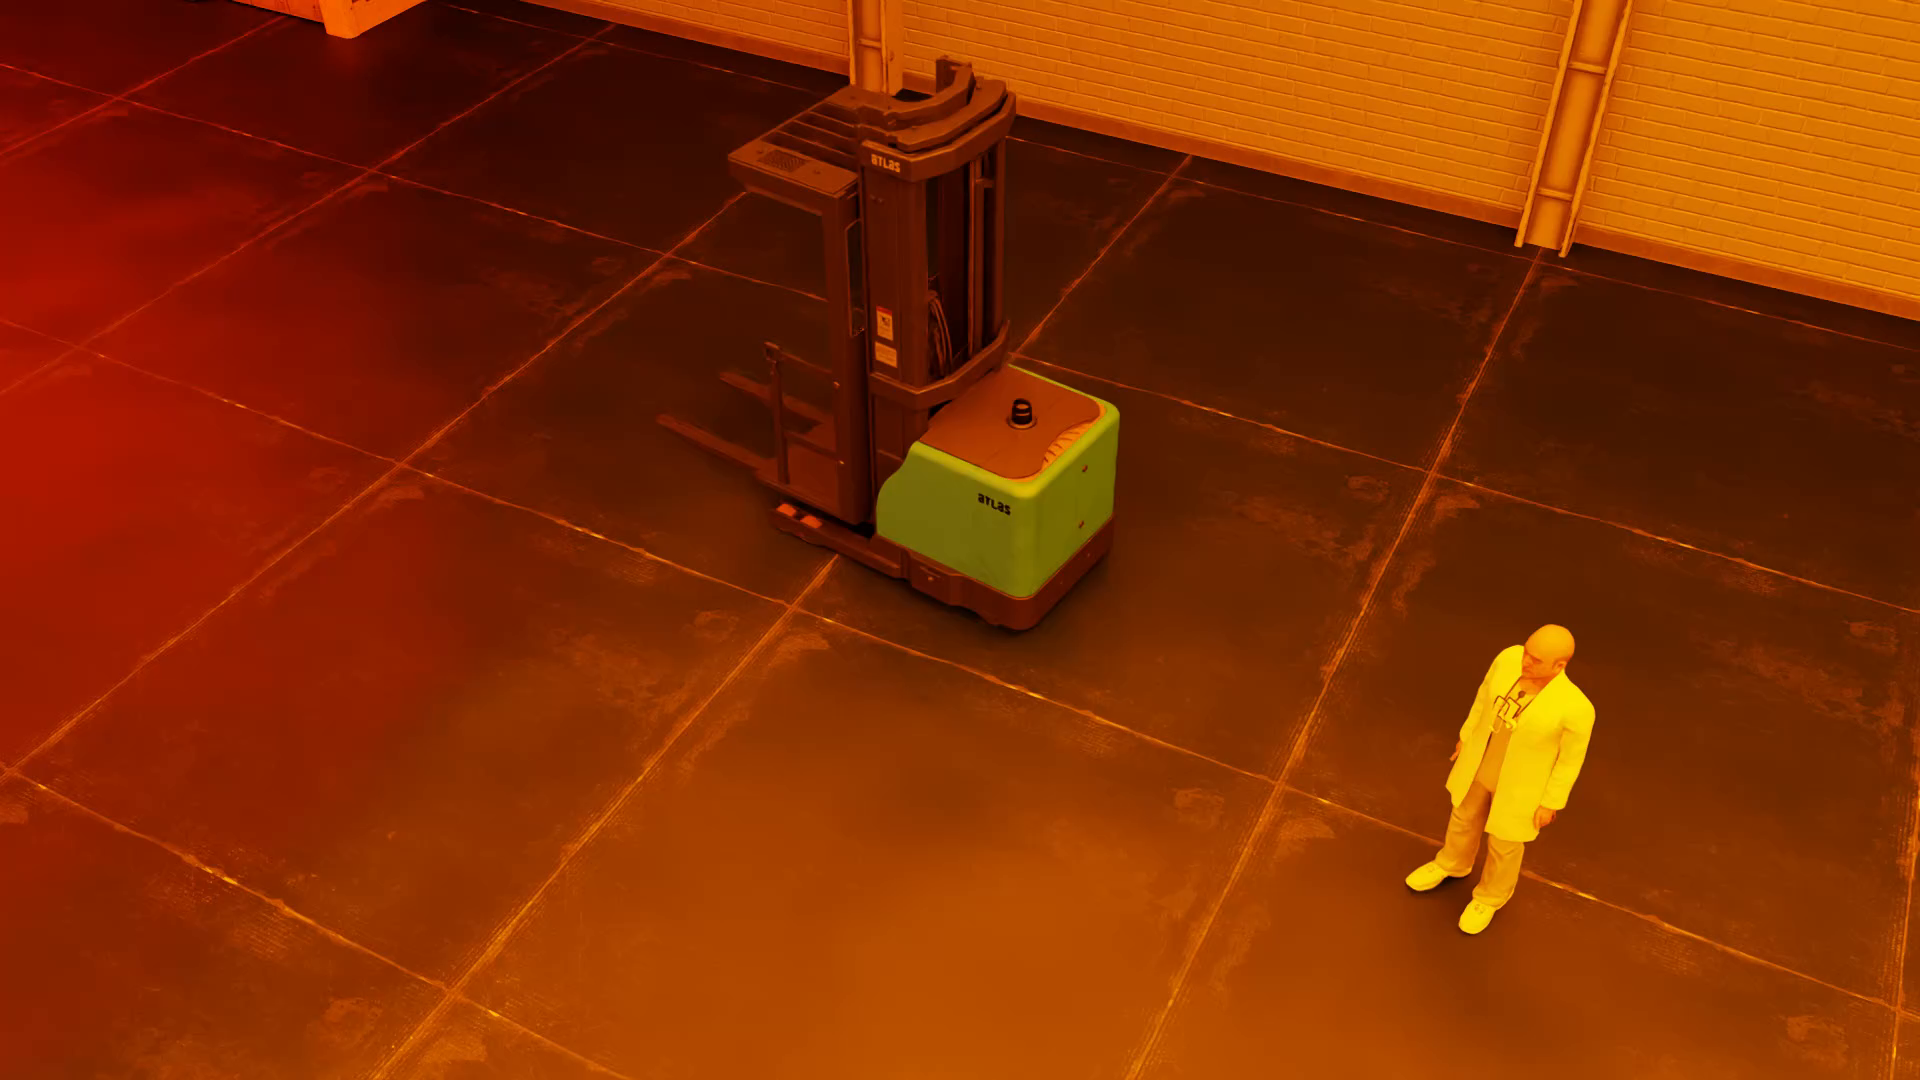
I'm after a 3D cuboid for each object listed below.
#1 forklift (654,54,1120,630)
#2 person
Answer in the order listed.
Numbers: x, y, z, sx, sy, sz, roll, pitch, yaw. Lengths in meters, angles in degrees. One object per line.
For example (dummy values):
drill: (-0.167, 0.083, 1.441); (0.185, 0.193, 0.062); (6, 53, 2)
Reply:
forklift: (-0.569, -1.358, 9.599); (3.031, 2.935, 1.130); (24, 46, 26)
person: (2.476, 1.078, 7.598); (0.393, 1.783, 0.593); (-23, 45, -25)
